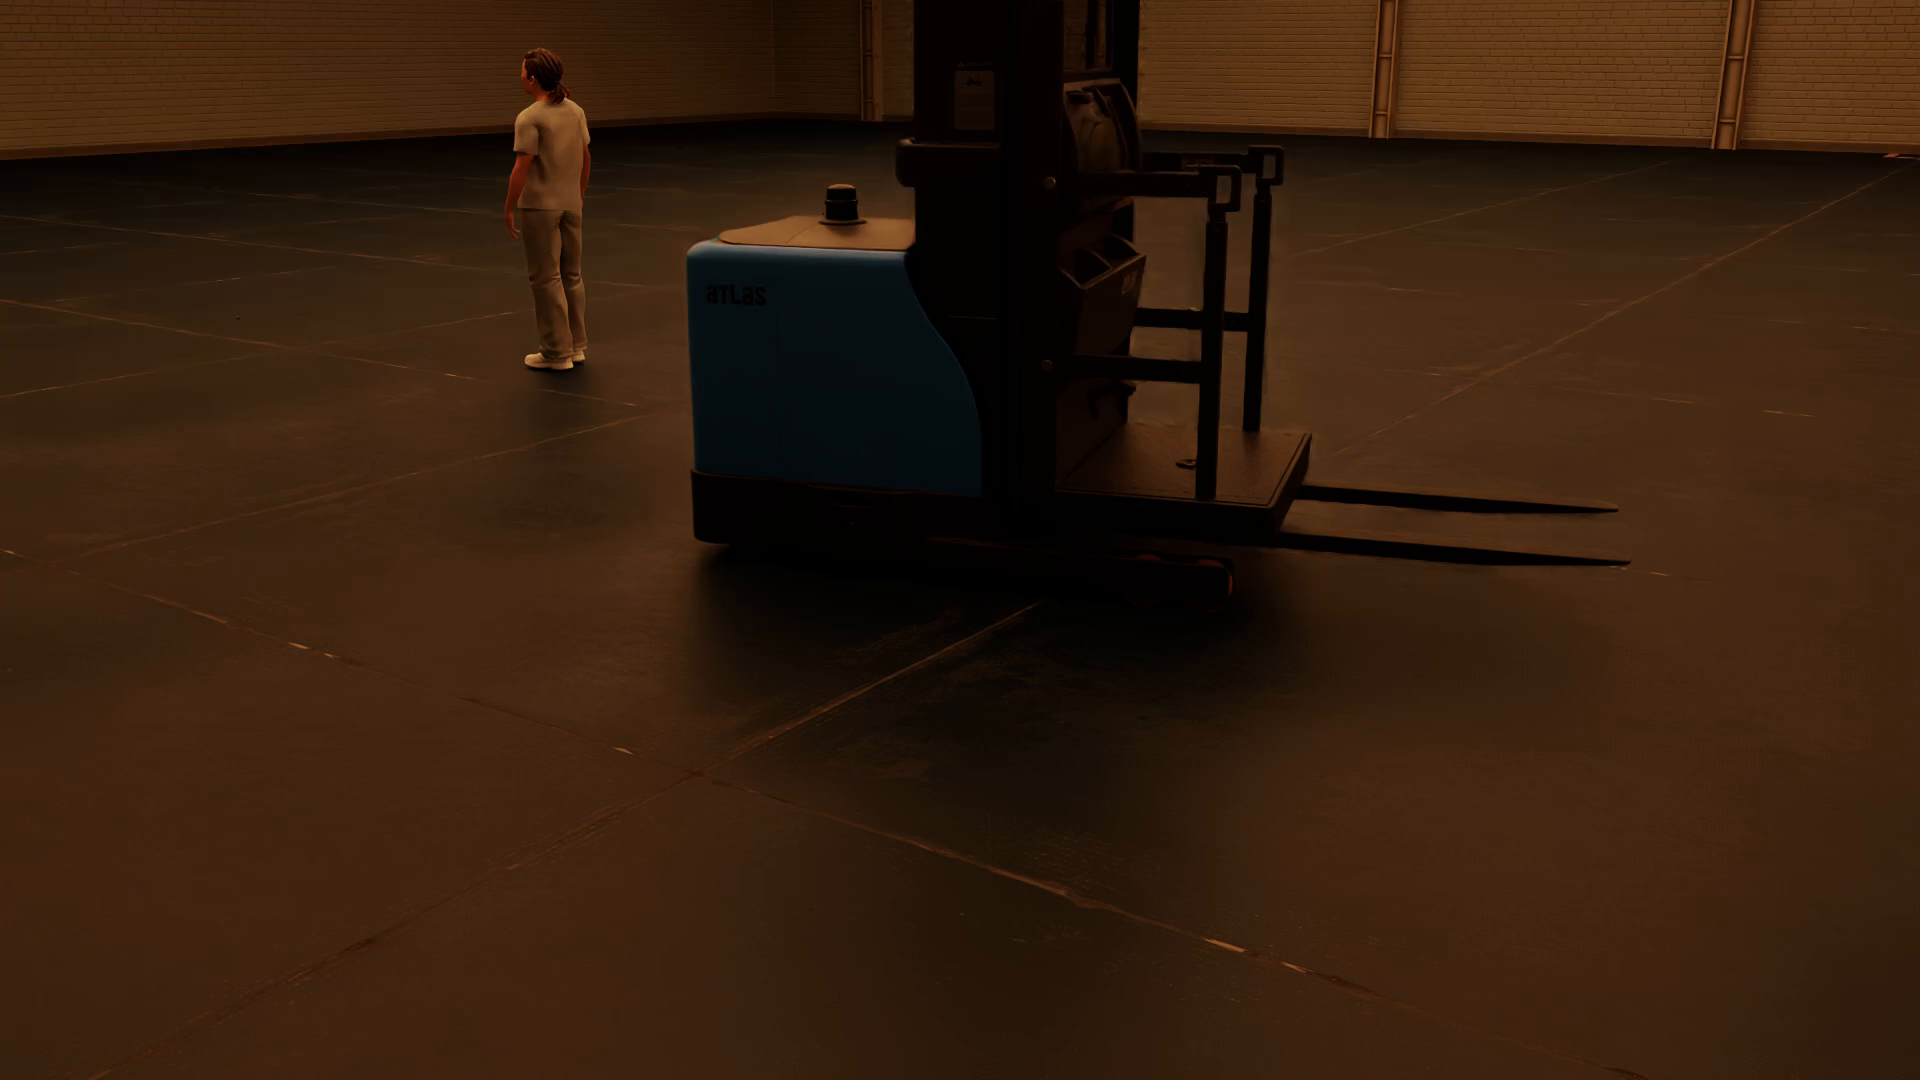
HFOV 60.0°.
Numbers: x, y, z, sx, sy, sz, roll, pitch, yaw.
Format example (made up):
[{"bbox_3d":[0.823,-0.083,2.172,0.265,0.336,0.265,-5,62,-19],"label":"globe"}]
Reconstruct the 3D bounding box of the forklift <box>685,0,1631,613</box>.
[{"bbox_3d":[0.653,-1.346,5.334,3.031,2.935,1.130,5,17,17],"label":"forklift"}]

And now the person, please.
[{"bbox_3d":[-2.213,-1.744,8.830,0.549,1.675,0.549,12,20,34],"label":"person"}]
